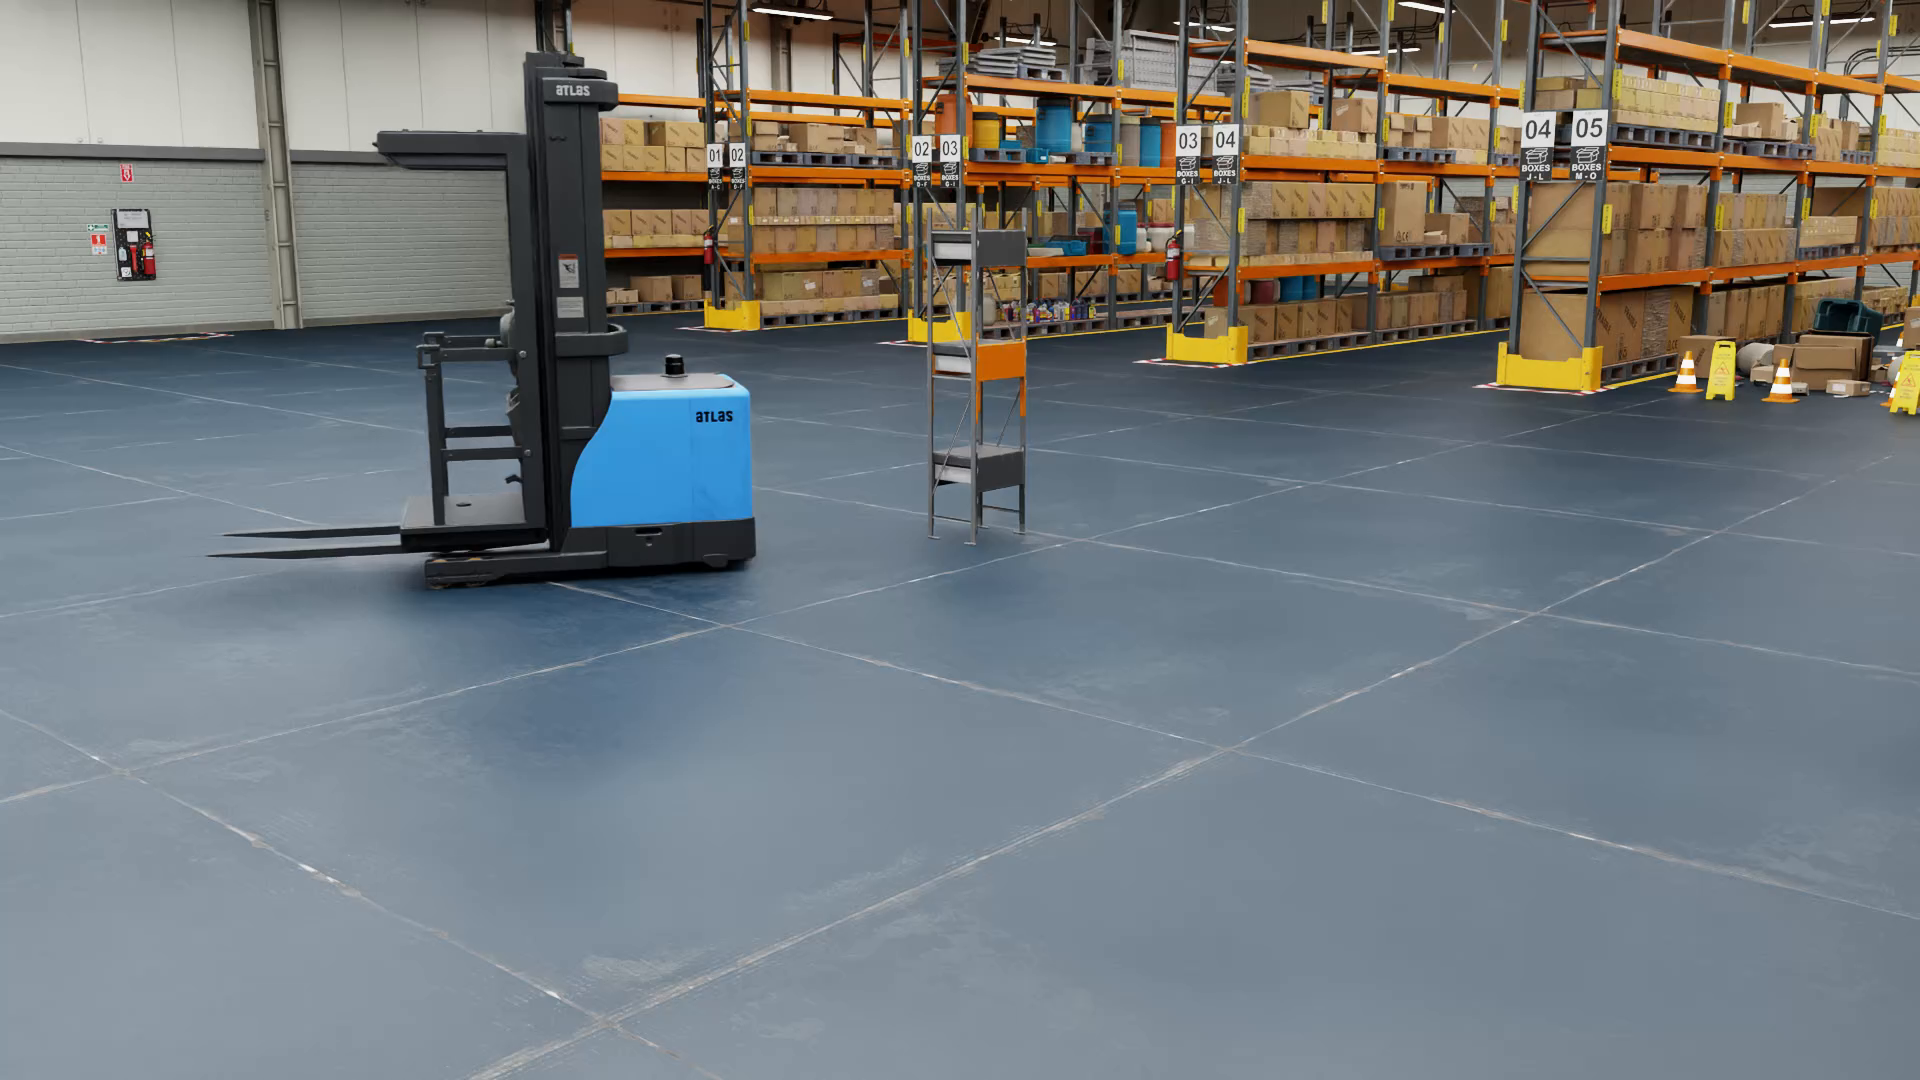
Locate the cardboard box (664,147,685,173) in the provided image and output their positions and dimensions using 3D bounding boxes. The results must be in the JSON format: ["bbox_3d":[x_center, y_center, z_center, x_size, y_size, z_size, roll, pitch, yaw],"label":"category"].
[{"bbox_3d":[-5.954,-7.745,33.866,0.500,0.500,0.500,9,14,38],"label":"cardboard box"}]

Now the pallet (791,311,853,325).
[{"bbox_3d":[-2.764,-4.182,31.108,1.003,0.211,1.213,10,15,40],"label":"pallet"}]

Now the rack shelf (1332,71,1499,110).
[{"bbox_3d":[7.357,-7.247,26.877,1.077,0.370,4.000,10,15,40],"label":"rack shelf"}]

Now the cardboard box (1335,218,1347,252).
[{"bbox_3d":[5.336,-4.627,25.205,0.875,0.500,0.500,10,15,40],"label":"cardboard box"}]

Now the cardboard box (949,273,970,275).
[{"bbox_3d":[-0.007,-5.370,34.454,0.500,0.311,0.500,9,15,39],"label":"cardboard box"}]

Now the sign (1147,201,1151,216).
[{"bbox_3d":[4.298,-7.514,37.720,0.100,0.325,0.005,10,15,40],"label":"sign"}]

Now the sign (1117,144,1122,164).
[{"bbox_3d":[2.722,-6.603,28.429,0.100,0.325,0.005,10,15,40],"label":"sign"}]

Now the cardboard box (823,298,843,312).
[{"bbox_3d":[-2.530,-4.381,30.933,0.500,0.250,0.500,10,15,40],"label":"cardboard box"}]

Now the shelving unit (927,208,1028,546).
[{"bbox_3d":[0.109,-1.054,10.627,0.431,2.100,0.503,10,15,40],"label":"shelving unit"}]

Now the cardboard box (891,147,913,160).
[{"bbox_3d":[-0.989,-7.534,32.424,0.500,0.250,0.500,-10,15,-42],"label":"cardboard box"}]

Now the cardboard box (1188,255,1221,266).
[{"bbox_3d":[3.429,-3.916,23.303,0.380,0.149,0.250,10,15,40],"label":"cardboard box"}]

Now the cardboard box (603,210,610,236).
[{"bbox_3d":[-7.226,-6.228,32.650,0.500,0.500,0.500,10,15,40],"label":"cardboard box"}]

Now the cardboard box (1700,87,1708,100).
[{"bbox_3d":[9.360,-5.728,21.352,0.380,0.149,0.250,10,15,40],"label":"cardboard box"}]

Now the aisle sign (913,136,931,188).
[{"bbox_3d":[-0.595,-5.914,26.026,0.394,0.787,0.004,10,15,40],"label":"aisle sign"}]

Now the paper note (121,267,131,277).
[{"bbox_3d":[-13.743,-4.417,27.415,0.016,0.148,0.142,10,15,40],"label":"paper note"}]

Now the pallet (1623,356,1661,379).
[{"bbox_3d":[8.330,-2.254,21.457,1.003,0.211,1.213,10,15,40],"label":"pallet"}]

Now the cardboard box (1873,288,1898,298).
[{"bbox_3d":[16.819,-4.497,30.257,0.380,0.149,0.250,11,15,42],"label":"cardboard box"}]

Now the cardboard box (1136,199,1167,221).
[{"bbox_3d":[4.401,-7.590,38.247,0.500,0.500,0.500,10,15,42],"label":"cardboard box"}]

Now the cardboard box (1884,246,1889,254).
[{"bbox_3d":[16.242,-5.157,29.512,0.380,0.149,0.250,11,15,43],"label":"cardboard box"}]

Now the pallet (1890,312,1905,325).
[{"bbox_3d":[17.004,-4.175,31.077,1.003,0.211,1.213,10,15,40],"label":"pallet"}]

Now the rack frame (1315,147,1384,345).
[{"bbox_3d":[6.036,-4.560,25.881,1.000,3.000,0.127,10,15,40],"label":"rack frame"}]

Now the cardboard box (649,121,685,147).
[{"bbox_3d":[-5.944,-8.232,33.750,0.500,0.500,0.500,9,14,38],"label":"cardboard box"}]

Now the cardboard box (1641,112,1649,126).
[{"bbox_3d":[8.023,-5.038,19.934,0.380,0.149,0.250,10,15,41],"label":"cardboard box"}]

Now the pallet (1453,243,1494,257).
[{"bbox_3d":[8.286,-4.935,28.253,1.213,0.211,1.003,10,15,40],"label":"pallet"}]

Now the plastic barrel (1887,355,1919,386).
[{"bbox_3d":[11.066,-1.926,19.274,0.421,0.421,0.512,-2,11,-9],"label":"plastic barrel"}]

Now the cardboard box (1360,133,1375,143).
[{"bbox_3d":[6.039,-6.067,25.137,0.380,0.149,0.250,10,15,42],"label":"cardboard box"}]

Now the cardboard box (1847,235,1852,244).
[{"bbox_3d":[14.692,-5.041,27.860,0.380,0.149,0.250,10,15,41],"label":"cardboard box"}]

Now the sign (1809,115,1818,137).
[{"bbox_3d":[12.747,-6.182,24.825,0.100,0.325,0.005,10,15,40],"label":"sign"}]

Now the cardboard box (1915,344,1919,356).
[{"bbox_3d":[11.751,-2.072,19.802,0.500,0.500,0.500,-2,11,-9],"label":"cardboard box"}]

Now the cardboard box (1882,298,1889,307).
[{"bbox_3d":[16.465,-4.274,29.900,0.380,0.149,0.250,10,15,41],"label":"cardboard box"}]

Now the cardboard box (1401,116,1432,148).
[{"bbox_3d":[7.042,-6.482,26.513,0.797,0.503,0.637,11,15,43],"label":"cardboard box"}]

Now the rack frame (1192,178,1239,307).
[{"bbox_3d":[4.956,-5.788,32.034,1.000,3.000,0.127,10,15,40],"label":"rack frame"}]

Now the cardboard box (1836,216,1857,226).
[{"bbox_3d":[14.858,-5.371,27.992,0.380,0.149,0.250,11,16,43],"label":"cardboard box"}]

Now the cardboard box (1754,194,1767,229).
[{"bbox_3d":[11.362,-4.816,24.358,0.700,0.500,0.500,9,15,39],"label":"cardboard box"}]

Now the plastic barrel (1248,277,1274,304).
[{"bbox_3d":[6.012,-5.052,33.432,0.600,0.588,0.708,10,15,40],"label":"plastic barrel"}]

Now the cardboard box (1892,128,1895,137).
[{"bbox_3d":[16.039,-7.083,28.946,0.380,0.149,0.250,9,15,39],"label":"cardboard box"}]

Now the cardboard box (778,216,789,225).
[{"bbox_3d":[-3.284,-5.725,29.806,0.380,0.149,0.250,10,15,41],"label":"cardboard box"}]

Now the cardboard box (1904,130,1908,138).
[{"bbox_3d":[16.586,-7.197,29.514,0.380,0.149,0.250,9,15,39],"label":"cardboard box"}]

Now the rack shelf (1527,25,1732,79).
[{"bbox_3d":[8.375,-6.002,20.645,1.077,0.370,4.000,10,15,40],"label":"rack shelf"}]

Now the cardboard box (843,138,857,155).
[{"bbox_3d":[-2.289,-7.423,31.359,0.500,0.311,0.500,9,14,37],"label":"cardboard box"}]

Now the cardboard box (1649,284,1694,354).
[{"bbox_3d":[9.228,-2.984,22.345,0.875,0.875,0.875,10,15,41],"label":"cardboard box"}]

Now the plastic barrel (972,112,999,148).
[{"bbox_3d":[0.333,-6.565,26.710,0.600,0.588,0.600,0,11,0],"label":"plastic barrel"}]

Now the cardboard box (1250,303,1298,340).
[{"bbox_3d":[4.617,-3.223,24.499,0.500,0.500,0.500,-10,15,-42],"label":"cardboard box"}]

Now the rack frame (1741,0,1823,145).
[{"bbox_3d":[12.336,-7.434,24.955,1.000,3.000,0.127,10,15,40],"label":"rack frame"}]

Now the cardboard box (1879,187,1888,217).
[{"bbox_3d":[15.788,-5.879,28.919,0.500,0.500,0.500,9,15,39],"label":"cardboard box"}]

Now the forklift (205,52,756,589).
[{"bbox_3d":[-2.788,-1.277,9.621,3.031,2.935,1.130,-3,12,-15],"label":"forklift"}]

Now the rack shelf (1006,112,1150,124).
[{"bbox_3d":[2.558,-9.117,36.238,1.077,0.370,4.000,10,15,40],"label":"rack shelf"}]

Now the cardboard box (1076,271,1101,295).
[{"bbox_3d":[2.770,-5.678,36.738,0.500,0.500,0.500,9,14,38],"label":"cardboard box"}]

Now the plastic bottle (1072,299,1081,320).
[{"bbox_3d":[1.981,-3.956,28.502,0.144,0.351,0.185,9,14,38],"label":"plastic bottle"}]

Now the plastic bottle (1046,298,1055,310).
[{"bbox_3d":[1.580,-4.033,28.885,0.144,0.351,0.185,10,15,40],"label":"plastic bottle"}]

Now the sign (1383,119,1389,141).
[{"bbox_3d":[6.449,-6.215,25.191,0.100,0.325,0.005,10,15,40],"label":"sign"}]

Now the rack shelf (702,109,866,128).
[{"bbox_3d":[-3.806,-9.168,36.496,1.077,0.370,4.000,10,15,40],"label":"rack shelf"}]

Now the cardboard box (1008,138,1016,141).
[{"bbox_3d":[1.171,-9.823,41.716,0.500,0.500,0.500,9,15,39],"label":"cardboard box"}]

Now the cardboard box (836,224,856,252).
[{"bbox_3d":[-2.368,-5.672,31.196,0.700,0.500,0.500,10,15,41],"label":"cardboard box"}]

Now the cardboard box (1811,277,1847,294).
[{"bbox_3d":[14.325,-4.212,27.537,0.500,0.250,0.500,11,16,43],"label":"cardboard box"}]

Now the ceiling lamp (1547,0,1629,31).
[{"bbox_3d":[13.901,-12.839,37.115,2.000,3.185,0.800,10,15,40],"label":"ceiling lamp"}]

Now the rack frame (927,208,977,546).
[{"bbox_3d":[-0.052,-1.018,10.448,0.400,2.100,0.015,10,15,40],"label":"rack frame"}]
